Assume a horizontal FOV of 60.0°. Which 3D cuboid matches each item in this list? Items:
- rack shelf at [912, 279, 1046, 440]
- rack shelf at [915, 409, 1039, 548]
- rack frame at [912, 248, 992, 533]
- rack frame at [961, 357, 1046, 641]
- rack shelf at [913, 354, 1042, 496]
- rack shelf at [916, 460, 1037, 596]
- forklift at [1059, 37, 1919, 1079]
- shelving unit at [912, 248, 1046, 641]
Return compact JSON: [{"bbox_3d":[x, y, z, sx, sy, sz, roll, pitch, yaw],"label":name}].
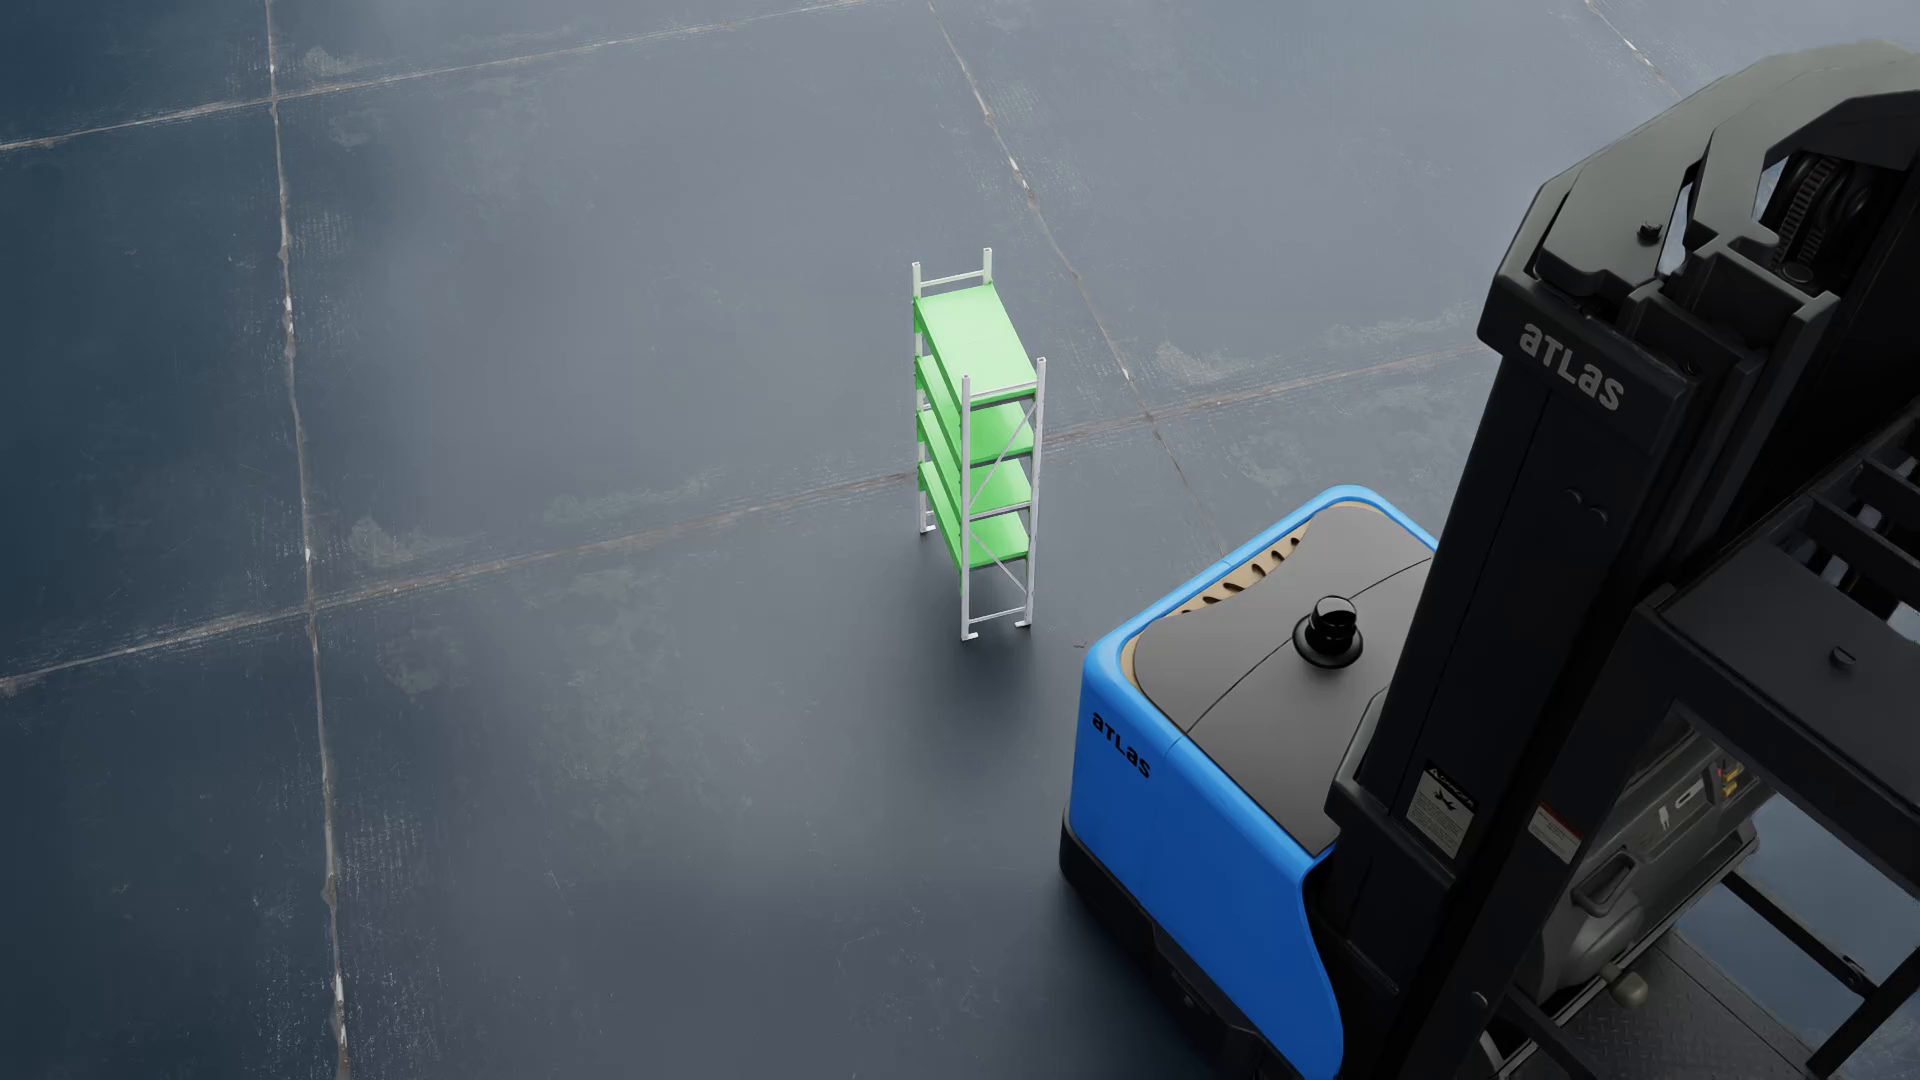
[{"bbox_3d":[0.049,-0.534,4.871,0.258,0.148,0.480,-13,51,-11],"label":"rack shelf"},{"bbox_3d":[0.049,-0.225,5.238,0.258,0.148,0.480,-13,51,-11],"label":"rack shelf"},{"bbox_3d":[-0.023,-0.444,5.340,0.240,1.200,0.015,-13,51,-11],"label":"rack frame"},{"bbox_3d":[0.121,-0.088,5.039,0.240,1.200,0.015,-13,51,-11],"label":"rack frame"},{"bbox_3d":[0.049,-0.379,5.055,0.258,0.148,0.480,-13,51,-11],"label":"rack shelf"},{"bbox_3d":[0.049,-0.070,5.422,0.258,0.148,0.480,-13,51,-11],"label":"rack shelf"},{"bbox_3d":[1.595,0.687,3.254,1.130,2.935,3.031,-31,56,-23],"label":"forklift"},{"bbox_3d":[0.049,-0.266,5.189,0.258,1.200,0.503,-13,51,-11],"label":"shelving unit"}]
